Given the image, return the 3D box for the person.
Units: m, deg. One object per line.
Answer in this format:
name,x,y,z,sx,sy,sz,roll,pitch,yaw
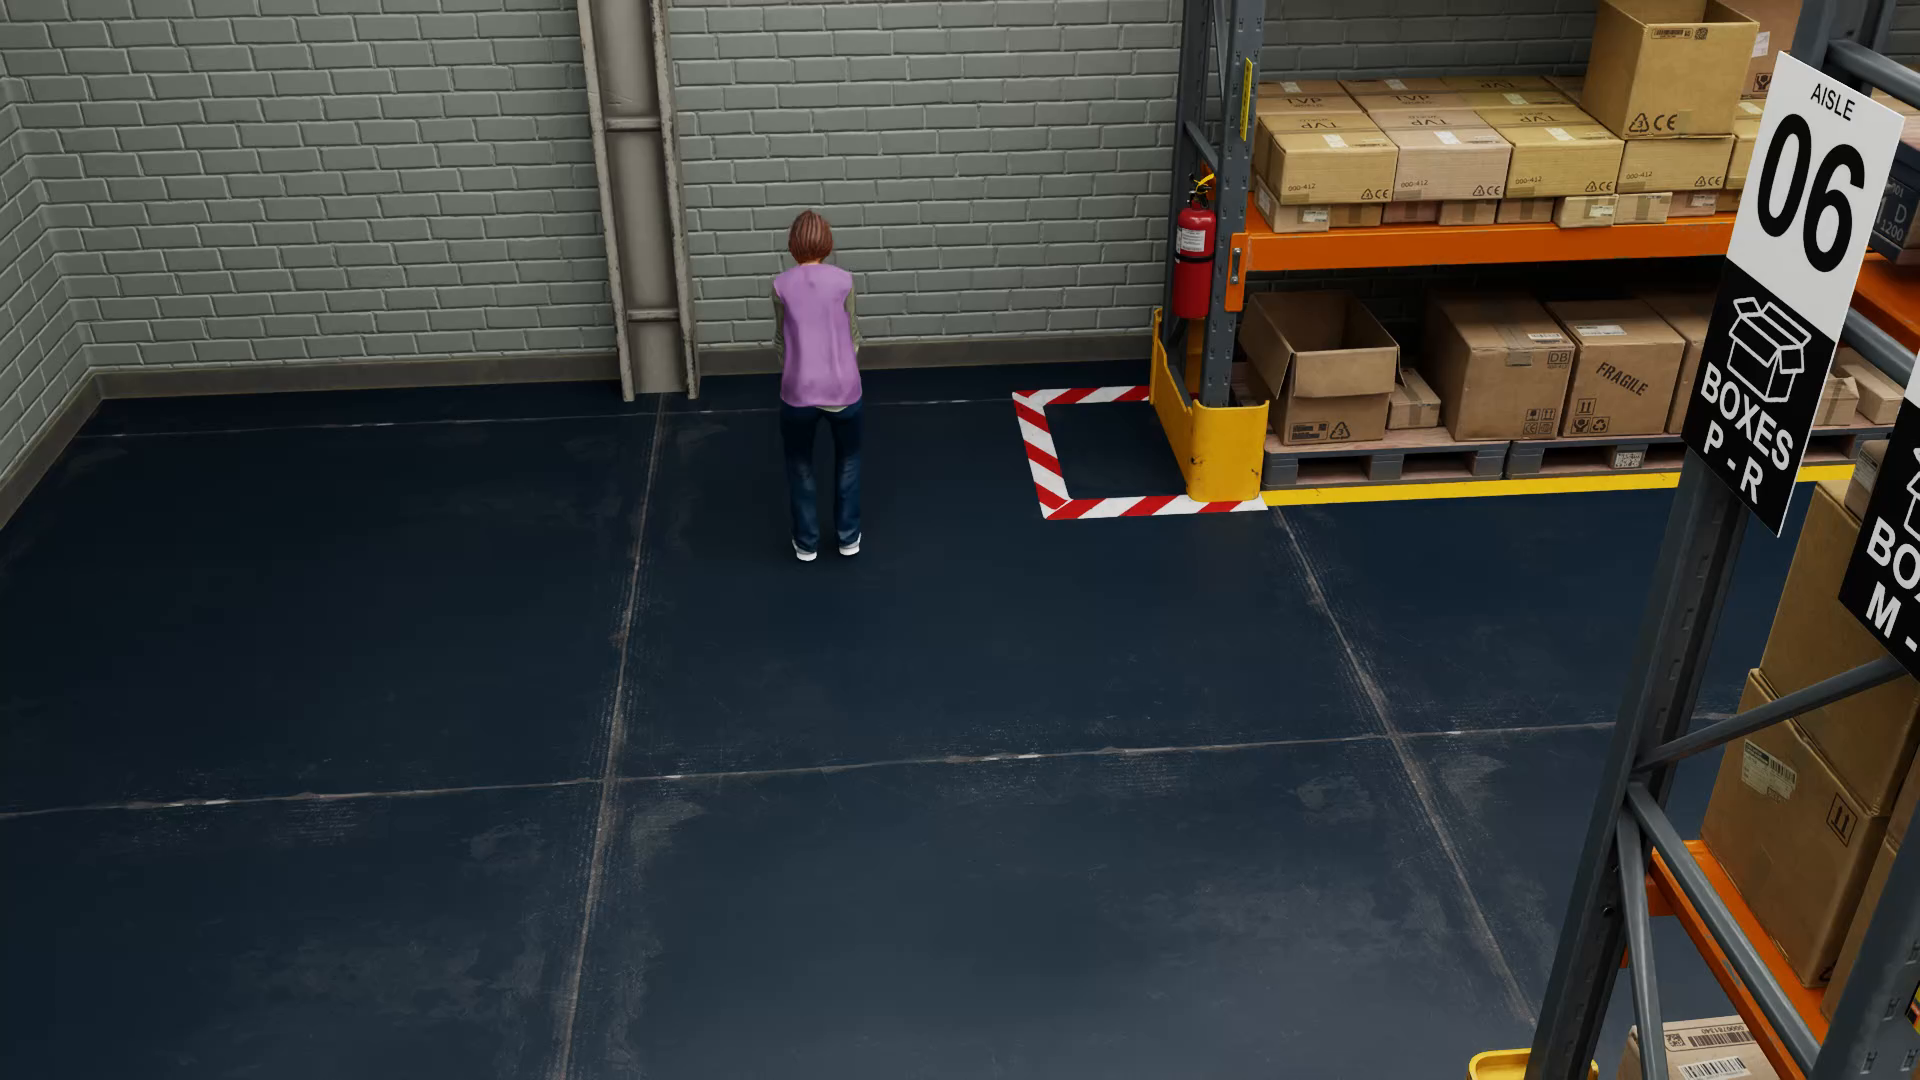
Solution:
person,-0.611,-0.656,7.251,0.371,1.564,0.532,-3,32,-5
